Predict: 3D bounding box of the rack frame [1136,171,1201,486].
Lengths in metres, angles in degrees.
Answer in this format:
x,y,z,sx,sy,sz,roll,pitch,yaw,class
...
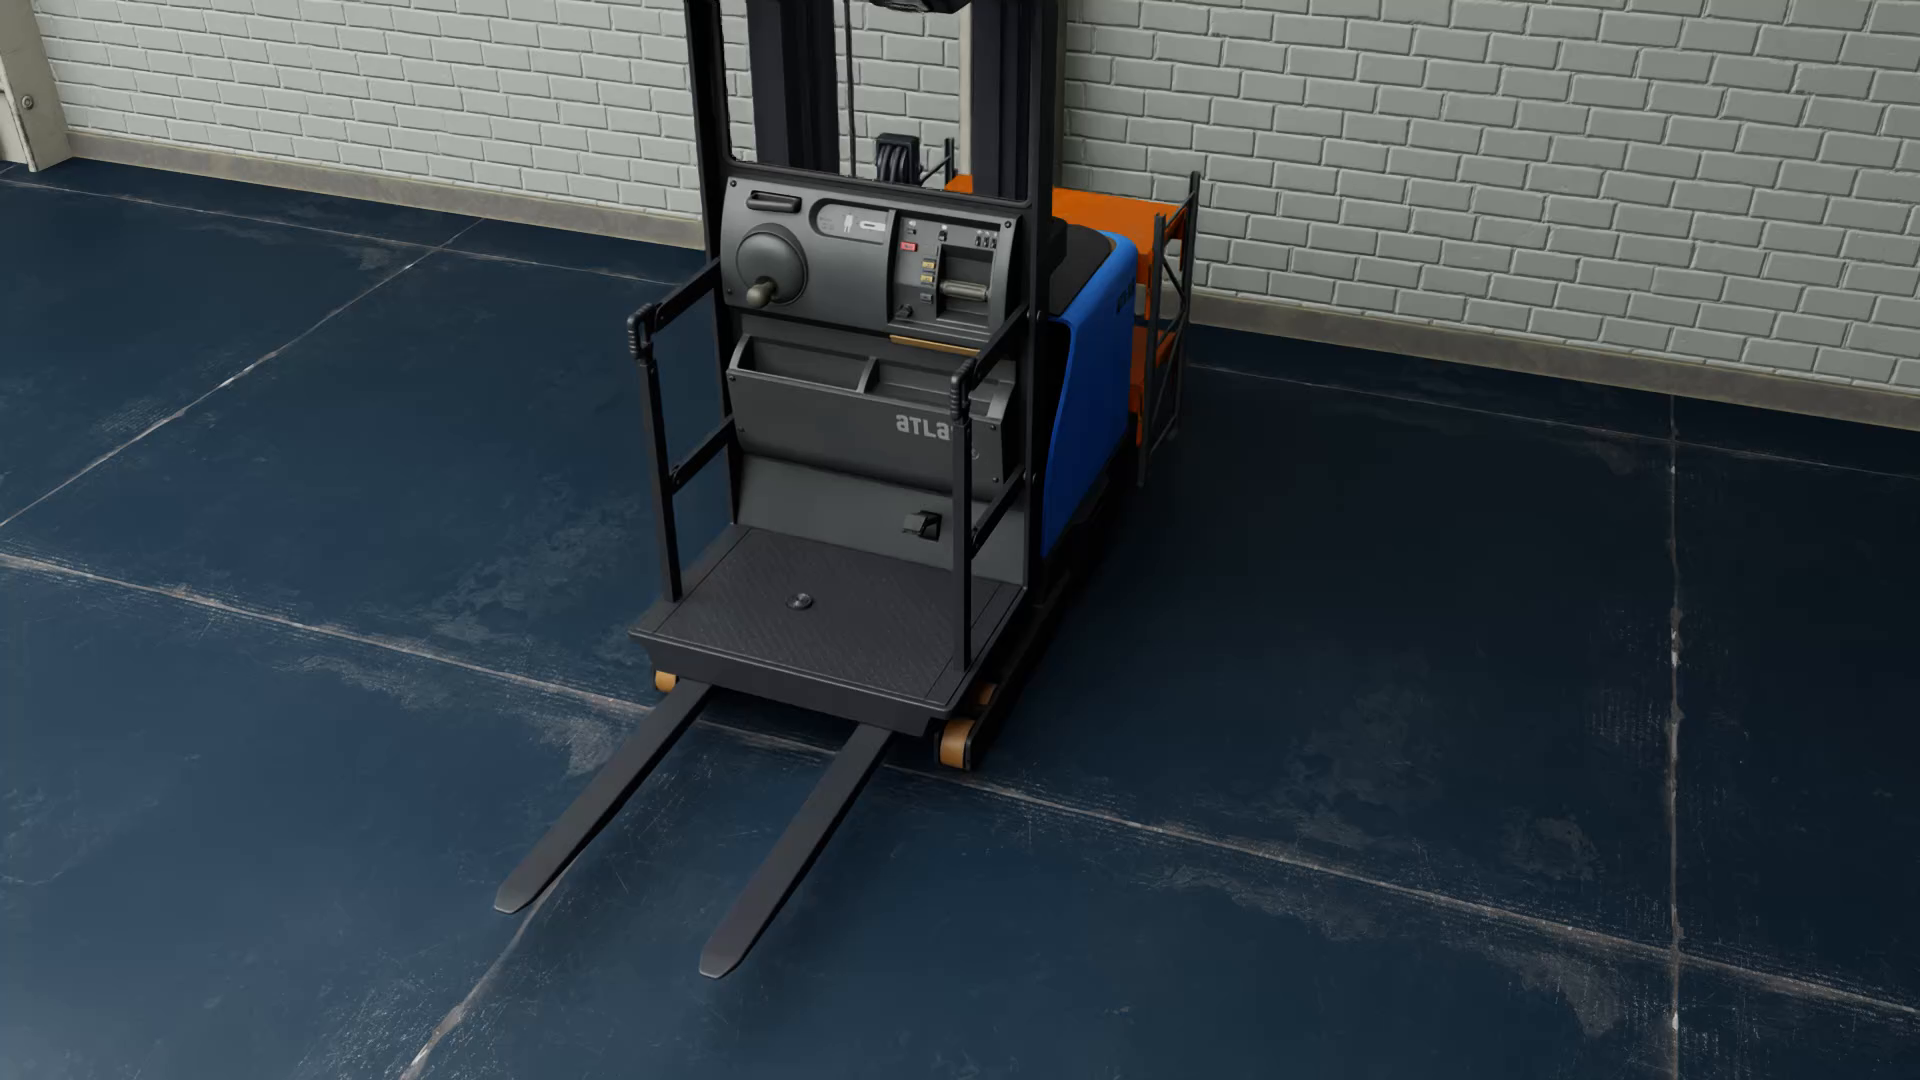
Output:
x,y,z,sx,sy,sz,roll,pitch,yaw,class
0.811,-0.814,6.474,0.032,1.125,0.500,13,35,19,rack frame

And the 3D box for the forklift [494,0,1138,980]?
x,y,z,sx,sy,sz,roll,pitch,yaw,class
-0.358,-0.780,4.756,1.130,2.935,3.031,12,35,18,forklift

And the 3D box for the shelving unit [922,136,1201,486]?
x,y,z,sx,sy,sz,roll,pitch,yaw,class
0.342,-0.920,6.639,1.048,1.125,0.538,13,35,19,shelving unit

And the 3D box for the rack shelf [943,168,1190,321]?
x,y,z,sx,sy,sz,roll,pitch,yaw,class
0.342,-1.166,6.480,1.000,0.278,0.538,13,35,19,rack shelf

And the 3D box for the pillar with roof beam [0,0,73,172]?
x,y,z,sx,sy,sz,roll,pitch,yaw,class
-6.867,-3.800,3.840,0.400,9.000,9.100,11,34,16,pillar with roof beam

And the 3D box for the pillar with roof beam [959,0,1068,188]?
x,y,z,sx,sy,sz,roll,pitch,yaw,class
-1.219,-2.702,2.139,0.400,9.000,9.100,11,34,16,pillar with roof beam

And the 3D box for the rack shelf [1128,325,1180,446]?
x,y,z,sx,sy,sz,roll,pitch,yaw,class
0.342,-0.715,6.771,1.000,0.278,0.538,13,35,19,rack shelf

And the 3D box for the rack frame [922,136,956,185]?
x,y,z,sx,sy,sz,roll,pitch,yaw,class
-0.127,-1.027,6.803,0.032,1.125,0.500,13,35,19,rack frame
